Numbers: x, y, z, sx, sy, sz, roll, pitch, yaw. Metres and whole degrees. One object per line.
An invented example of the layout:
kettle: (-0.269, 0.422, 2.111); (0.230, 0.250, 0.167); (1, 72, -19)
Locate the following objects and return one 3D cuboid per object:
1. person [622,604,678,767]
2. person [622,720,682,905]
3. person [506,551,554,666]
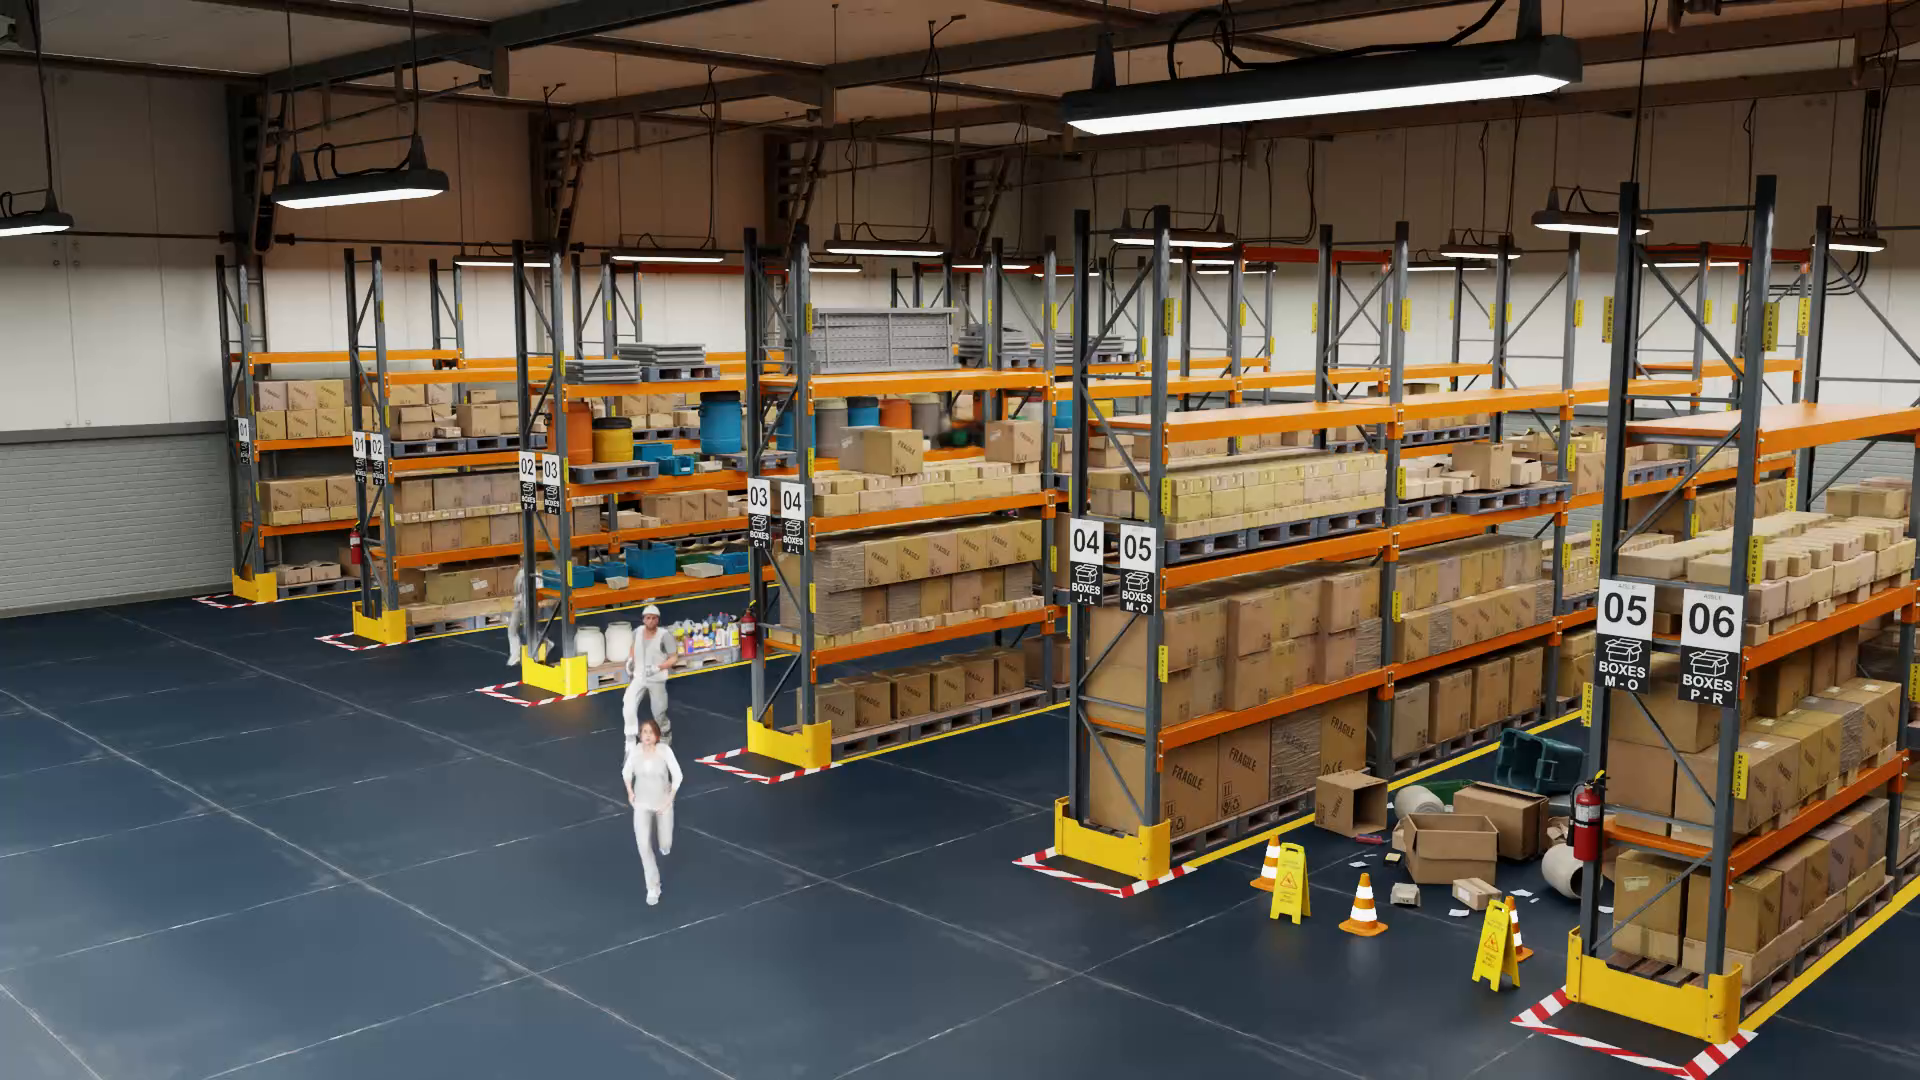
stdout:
person: (-3.507, 1.626, 18.884); (0.666, 1.822, 0.784); (2, 8, 13)
person: (-2.720, 2.349, 14.712); (0.530, 1.573, 0.831); (-1, 8, -7)
person: (-6.186, 0.995, 23.920); (0.715, 1.736, 0.669); (-7, 11, -42)
